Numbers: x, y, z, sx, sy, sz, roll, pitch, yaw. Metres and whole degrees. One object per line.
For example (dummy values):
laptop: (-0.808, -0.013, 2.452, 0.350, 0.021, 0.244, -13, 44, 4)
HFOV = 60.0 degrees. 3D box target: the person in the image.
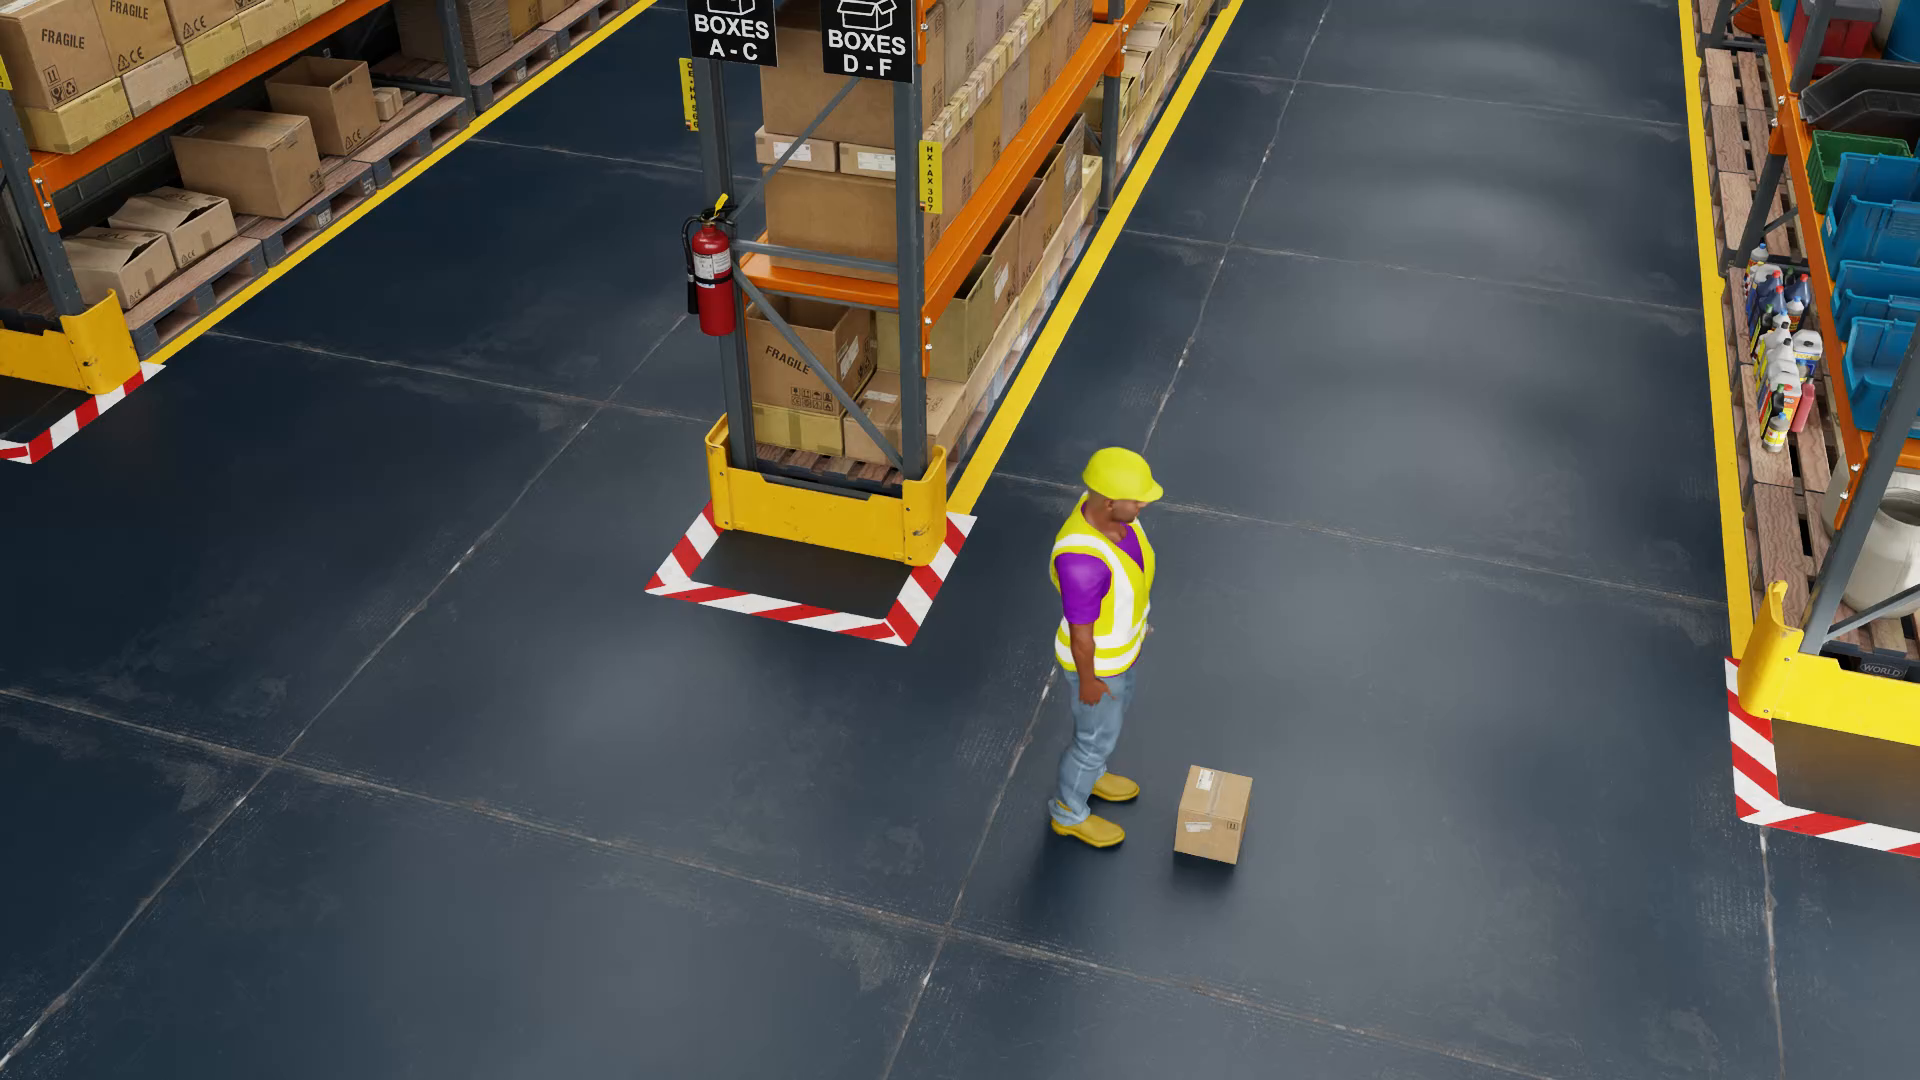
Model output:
person: (0.542, 0.393, 6.349, 0.360, 1.762, 0.566, 11, 38, 15)
